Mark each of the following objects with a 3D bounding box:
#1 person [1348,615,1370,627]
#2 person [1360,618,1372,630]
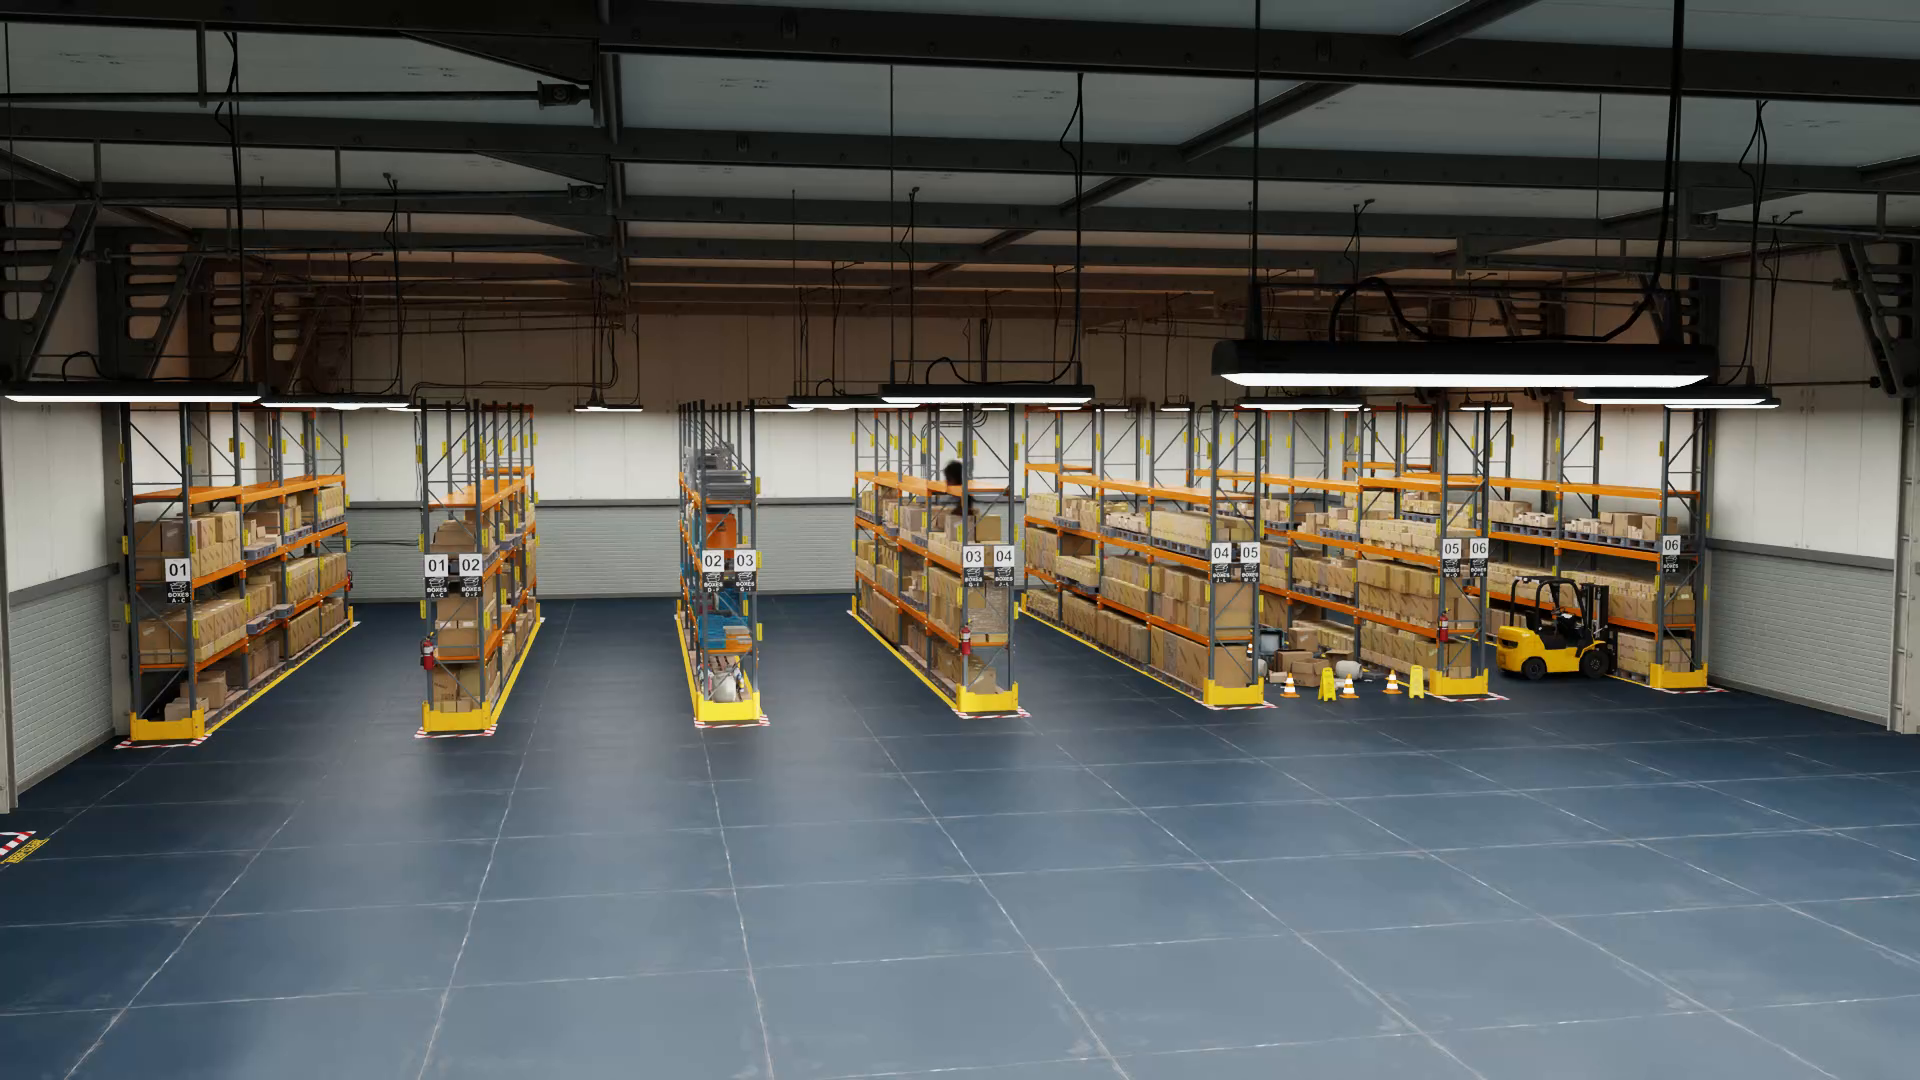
[{"bbox_3d":[10.785,1.480,44.304,0.666,1.736,0.861,-3,5,-38],"label":"person"},{"bbox_3d":[10.489,1.635,43.010,0.710,1.696,0.961,-2,5,-25],"label":"person"}]
